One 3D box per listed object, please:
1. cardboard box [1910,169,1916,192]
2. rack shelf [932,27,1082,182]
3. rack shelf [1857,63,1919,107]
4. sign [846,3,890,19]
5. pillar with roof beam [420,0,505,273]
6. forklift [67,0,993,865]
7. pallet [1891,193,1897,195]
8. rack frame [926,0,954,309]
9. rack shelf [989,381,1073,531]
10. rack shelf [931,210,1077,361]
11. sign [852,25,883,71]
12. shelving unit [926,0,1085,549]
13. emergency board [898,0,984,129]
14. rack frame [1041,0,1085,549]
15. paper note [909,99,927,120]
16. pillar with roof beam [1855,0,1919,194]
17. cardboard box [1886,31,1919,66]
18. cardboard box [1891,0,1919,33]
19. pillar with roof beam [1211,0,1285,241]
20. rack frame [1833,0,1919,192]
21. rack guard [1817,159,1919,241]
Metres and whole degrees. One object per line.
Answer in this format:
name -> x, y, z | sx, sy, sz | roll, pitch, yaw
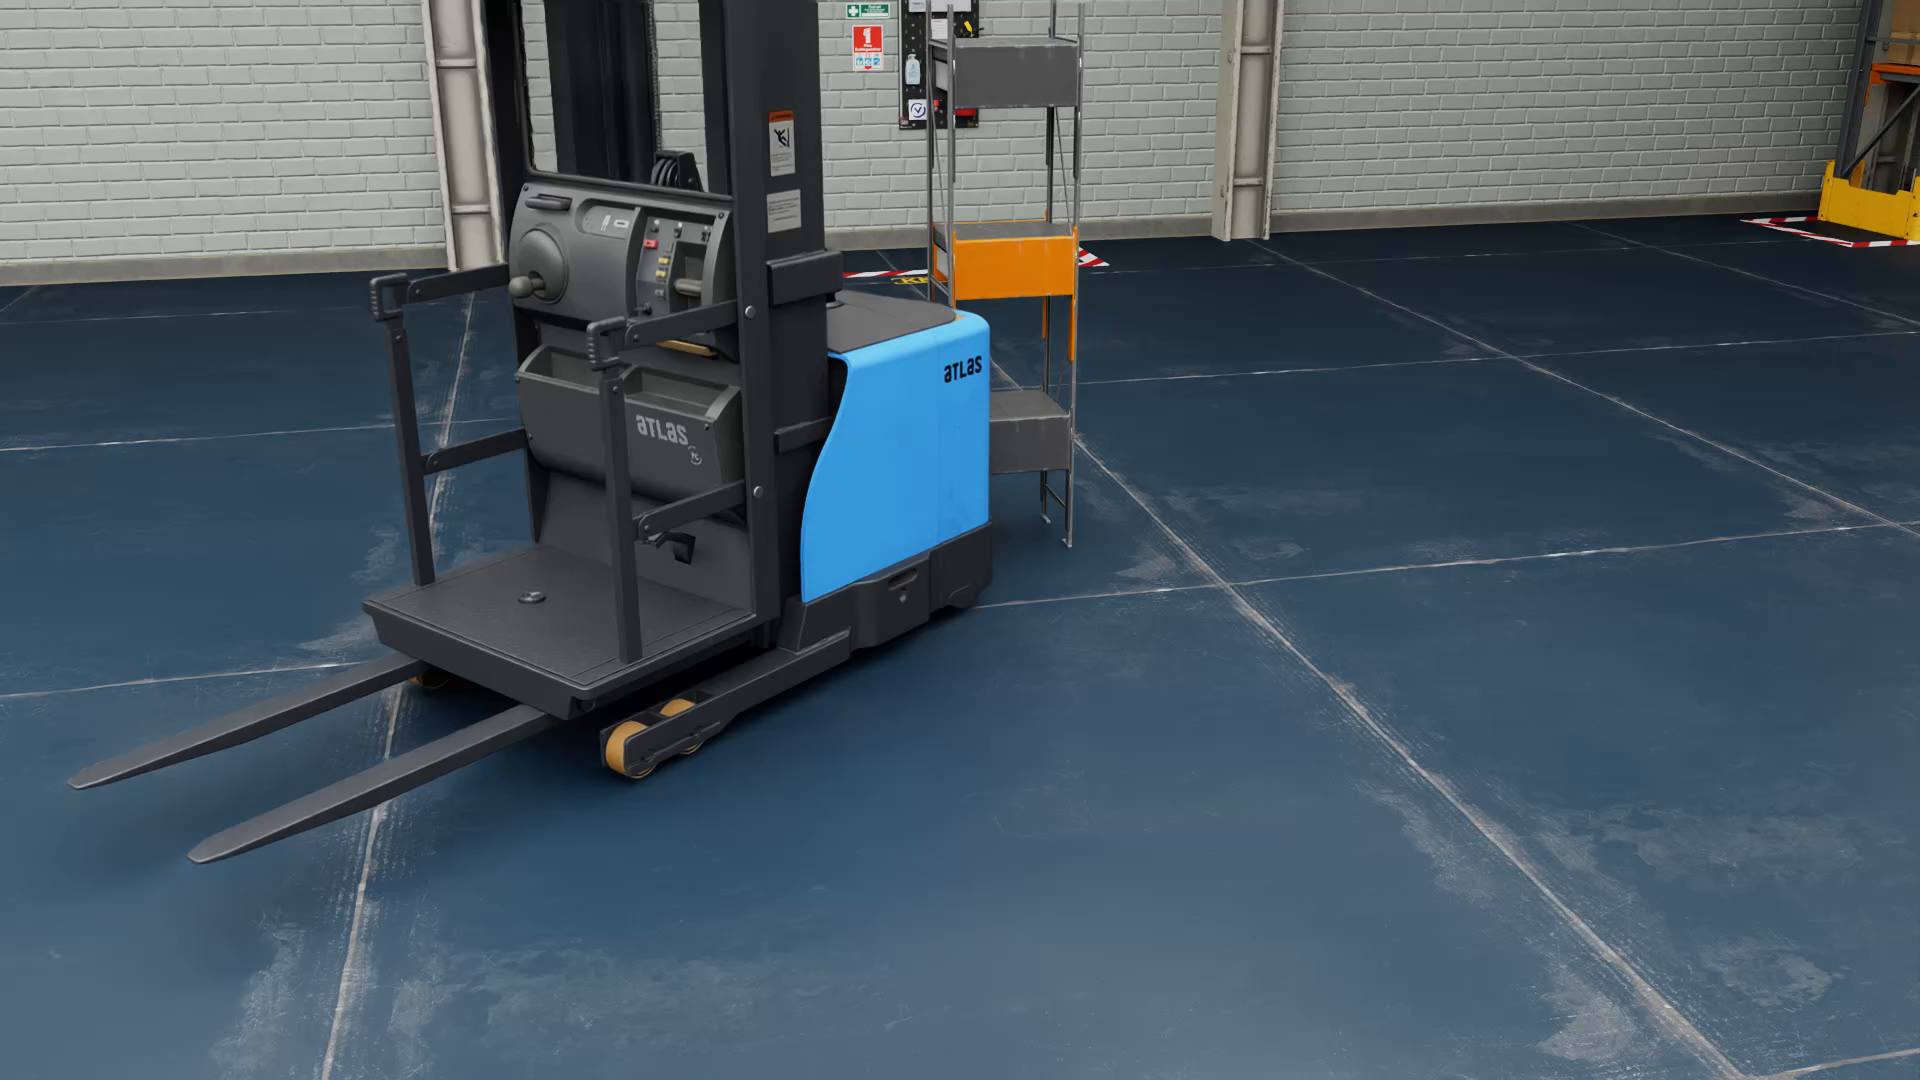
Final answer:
cardboard box -> 8.332, -2.980, 13.857 | 0.500, 0.311, 0.500 | -7, 21, -19
rack shelf -> 0.161, -1.644, 6.253 | 0.480, 0.518, 0.431 | -5, 21, -12
rack shelf -> 9.585, -3.832, 13.959 | 4.000, 0.370, 1.077 | -5, 21, -12
sign -> -0.687, -3.952, 12.420 | 0.331, 0.109, 0.001 | -5, 21, -12
pillar with roof beam -> -2.567, -4.782, 6.787 | 0.400, 9.000, 9.100 | -5, 21, -12
forklift -> -1.180, -0.865, 4.915 | 1.130, 2.935, 3.031 | 15, 25, 35
pallet -> 8.511, -2.760, 14.043 | 1.213, 0.211, 1.003 | -5, 21, -12
rack frame -> -0.076, -0.980, 6.436 | 0.015, 2.100, 0.400 | -5, 21, -12
rack shelf -> 0.161, -0.329, 6.735 | 0.480, 0.518, 0.431 | -5, 21, -12
rack shelf -> 0.161, -0.986, 6.494 | 0.480, 0.518, 0.431 | -5, 21, -12
sign -> -0.694, -3.706, 12.518 | 0.234, 0.329, 0.001 | -5, 21, -12
shelving unit -> 0.161, -0.999, 6.489 | 0.503, 2.100, 0.431 | -5, 21, -12
emergency board -> -0.132, -3.698, 12.550 | 0.643, 1.169, 0.194 | -5, 21, -12
rack frame -> 0.399, -1.018, 6.542 | 0.015, 2.100, 0.400 | -5, 21, -12
paper note -> -0.320, -3.294, 12.726 | 0.142, 0.148, 0.016 | -5, 21, -12
pillar with roof beam -> 9.111, -5.732, 9.379 | 0.400, 9.000, 9.100 | -5, 21, -12
cardboard box -> 8.049, -4.052, 13.704 | 0.500, 0.250, 0.500 | -4, 21, -12
cardboard box -> 8.048, -4.411, 13.593 | 0.500, 0.500, 0.500 | -5, 21, -13
pillar with roof beam -> 3.272, -5.257, 8.083 | 0.400, 9.000, 9.100 | -5, 21, -12
rack frame -> 7.638, -4.011, 13.403 | 0.127, 3.000, 1.000 | -5, 21, -12
rack guard -> 7.712, -2.843, 13.850 | 0.348, 0.500, 1.175 | -5, 21, -12
